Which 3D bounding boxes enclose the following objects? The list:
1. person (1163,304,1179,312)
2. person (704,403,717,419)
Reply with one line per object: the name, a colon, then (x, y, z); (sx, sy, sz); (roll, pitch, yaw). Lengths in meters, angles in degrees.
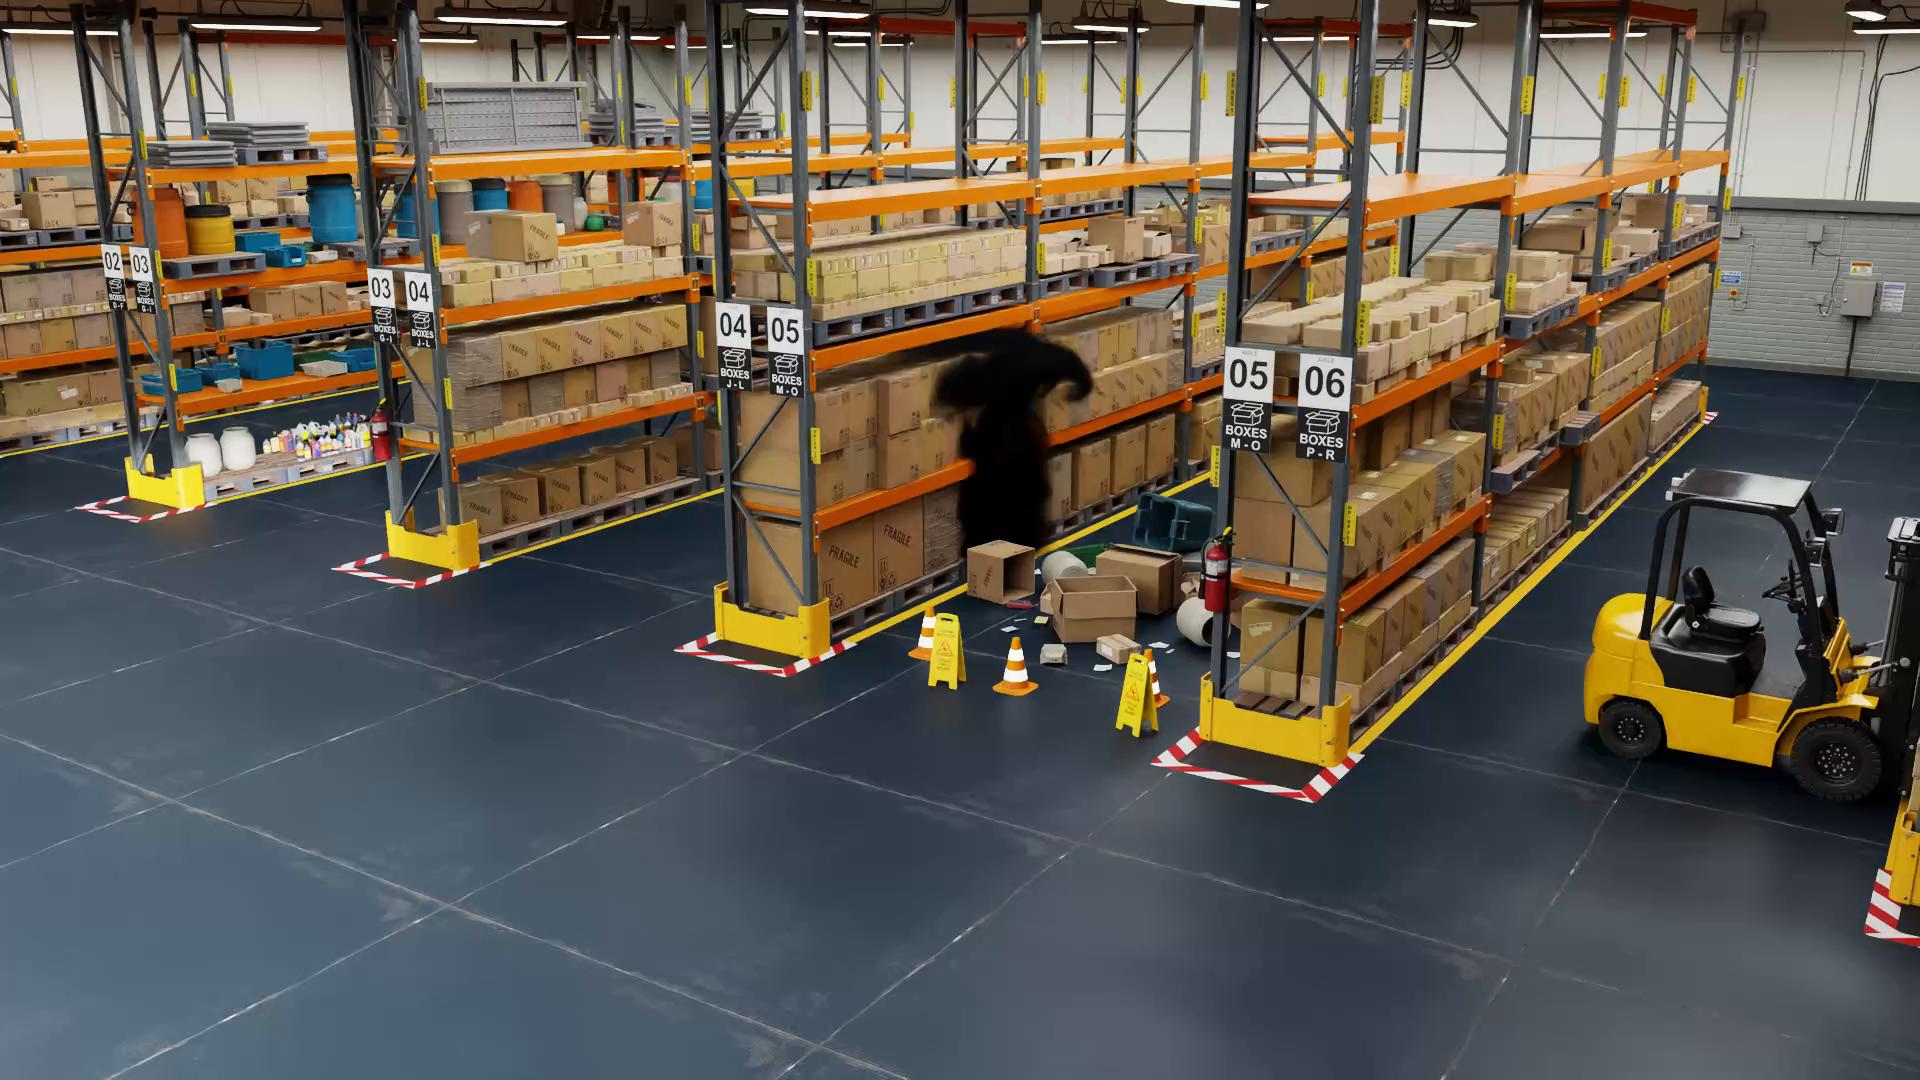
person: (3.454, -2.969, 26.783); (0.698, 1.725, 0.793); (-8, 18, -27)
person: (-3.831, -2.274, 24.492); (0.603, 1.566, 0.718); (6, 16, 19)
